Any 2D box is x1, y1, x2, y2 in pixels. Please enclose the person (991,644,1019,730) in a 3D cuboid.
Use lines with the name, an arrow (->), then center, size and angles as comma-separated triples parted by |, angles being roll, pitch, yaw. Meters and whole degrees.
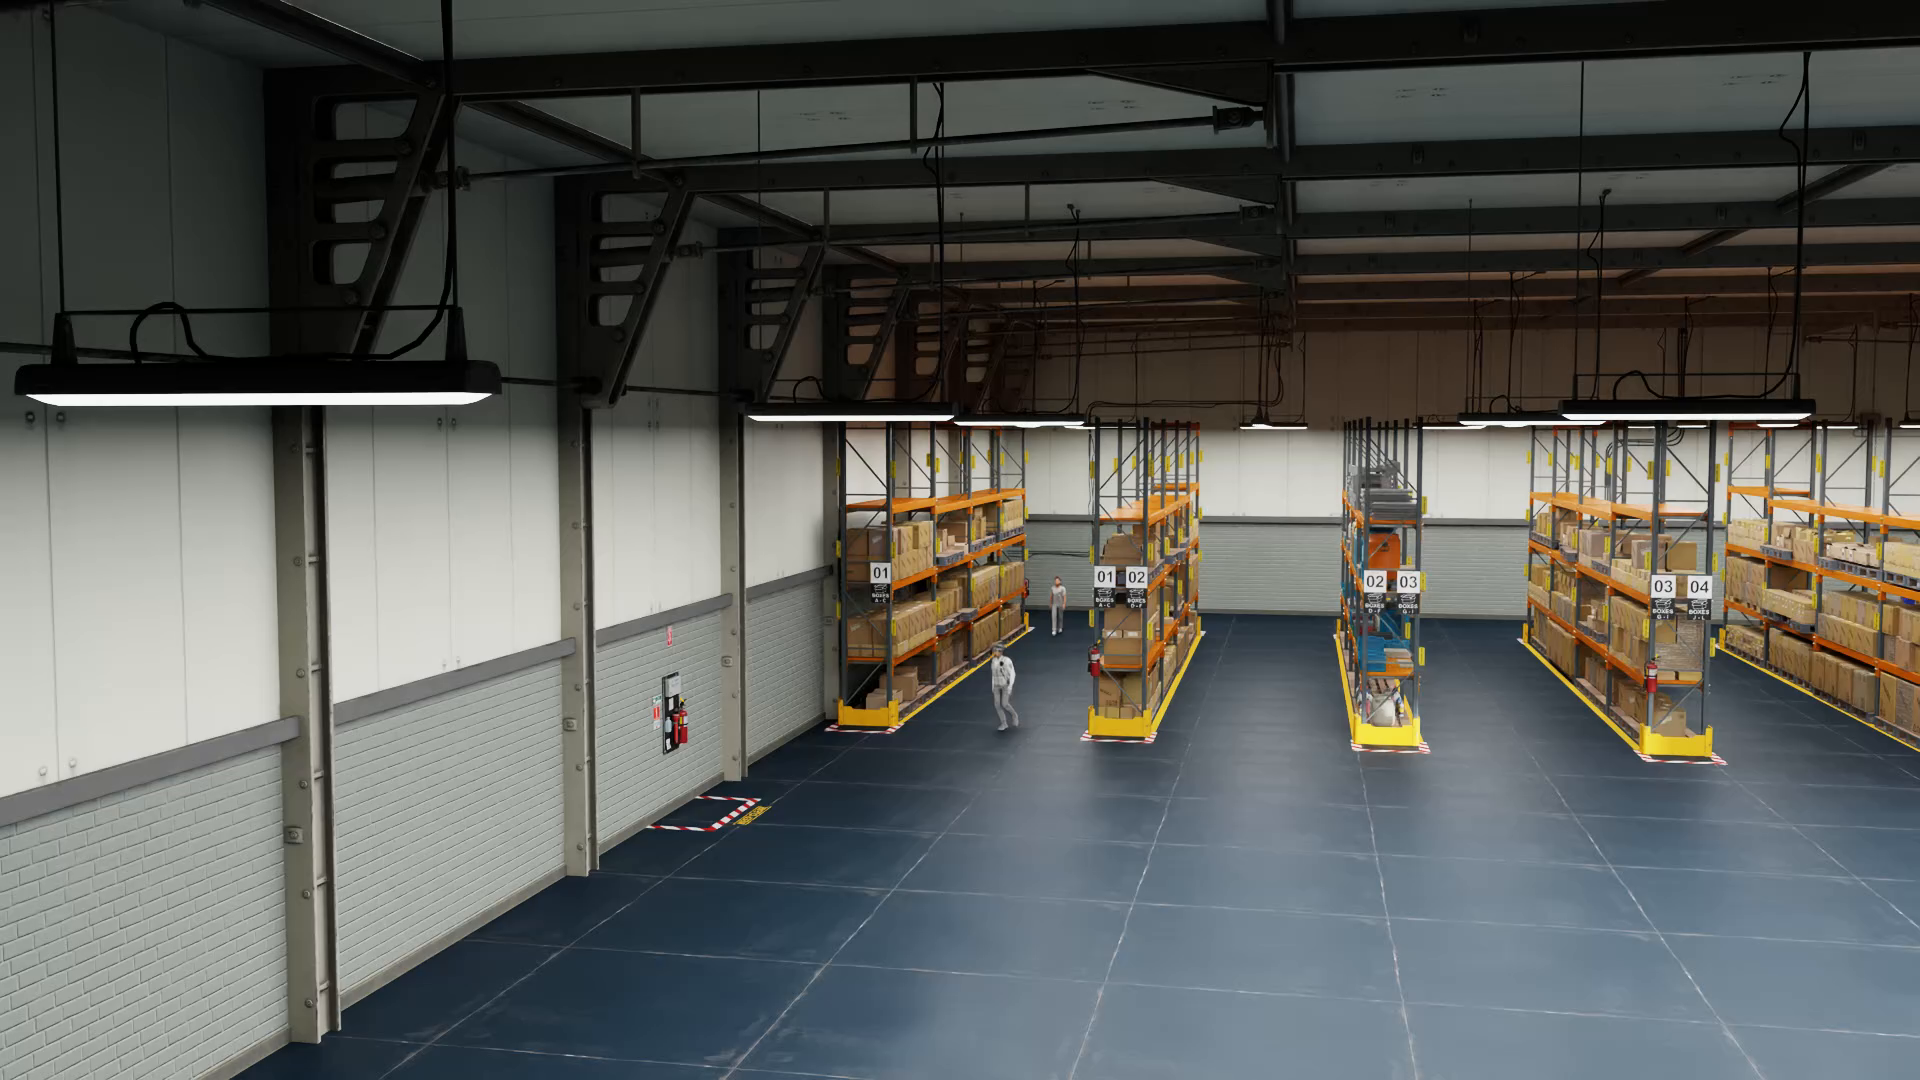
person -> 0.850, 2.821, 32.110 | 0.567, 1.654, 0.483 | 3, 5, 37

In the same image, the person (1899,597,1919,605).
person -> 26.263, 1.918, 46.029 | 0.494, 1.597, 1.050 | 3, 5, 42

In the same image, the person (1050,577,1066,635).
person -> 2.761, 1.853, 46.996 | 0.481, 1.604, 1.064 | 0, 4, 7
